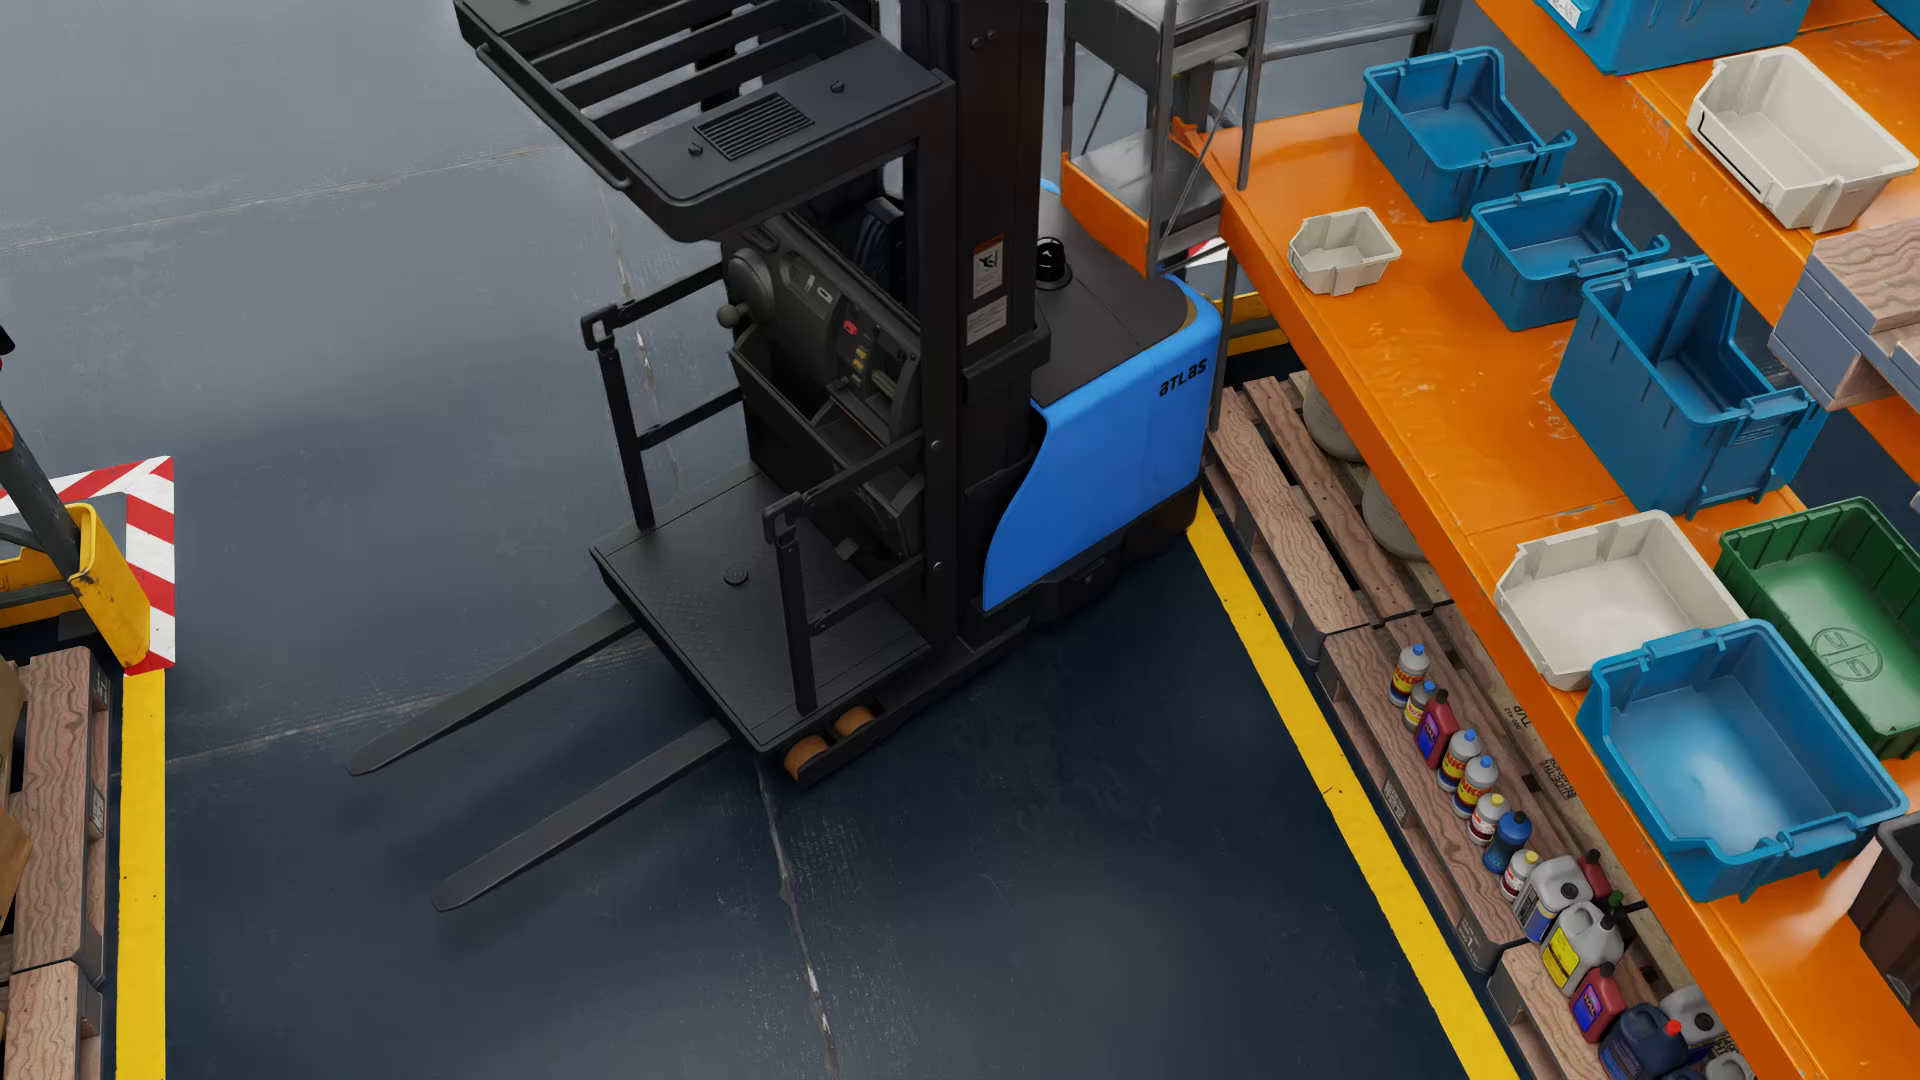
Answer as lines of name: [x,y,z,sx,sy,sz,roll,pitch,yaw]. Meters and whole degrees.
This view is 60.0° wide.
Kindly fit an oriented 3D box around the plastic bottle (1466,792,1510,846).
plastic bottle: [1.629,0.849,5.115,0.097,0.201,0.097,0,50,0]

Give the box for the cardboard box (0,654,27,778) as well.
cardboard box: [-3.332,0.548,5.186,0.500,0.500,0.500,-5,50,-4]

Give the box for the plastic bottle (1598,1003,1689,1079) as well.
plastic bottle: [1.891,1.386,4.564,0.144,0.351,0.185,-16,52,-13]

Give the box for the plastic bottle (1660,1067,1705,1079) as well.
plastic bottle: [1.948,1.526,4.446,0.144,0.351,0.185,-15,51,-12]

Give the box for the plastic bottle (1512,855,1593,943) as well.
plastic bottle: [1.751,1.055,4.893,0.152,0.276,0.135,-12,51,-10]

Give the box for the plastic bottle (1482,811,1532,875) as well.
plastic bottle: [1.660,0.902,5.025,0.097,0.271,0.097,0,50,0]

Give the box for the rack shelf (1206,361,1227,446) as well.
rack shelf: [0.673,-0.599,6.282,0.431,0.518,0.480,-26,51,-21]

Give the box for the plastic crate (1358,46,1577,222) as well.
plastic crate: [1.664,-1.356,5.529,0.499,0.251,0.616,-13,51,-11]

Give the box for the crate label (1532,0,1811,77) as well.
crate label: [1.468,-1.179,3.417,0.502,0.251,0.408,-13,51,-11]

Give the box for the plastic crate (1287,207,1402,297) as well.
plastic crate: [1.188,-0.891,5.211,0.298,0.136,0.250,-13,51,-11]

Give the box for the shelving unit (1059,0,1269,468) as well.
shelving unit: [0.655,-1.090,5.765,0.431,2.100,0.503,-26,51,-21]

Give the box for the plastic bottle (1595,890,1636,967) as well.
plastic bottle: [1.886,1.130,4.824,0.061,0.283,0.133,-13,51,-11]

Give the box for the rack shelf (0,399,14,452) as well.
rack shelf: [-2.910,1.110,3.822,1.077,0.370,4.000,-13,51,-11]

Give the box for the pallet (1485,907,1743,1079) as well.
pallet: [2.255,1.618,4.748,1.003,0.211,1.213,-13,51,-11]

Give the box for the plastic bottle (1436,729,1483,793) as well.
plastic bottle: [1.570,0.681,5.211,0.097,0.271,0.097,0,50,0]

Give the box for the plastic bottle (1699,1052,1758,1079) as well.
plastic bottle: [2.085,1.494,4.474,0.144,0.351,0.185,-13,51,-11]

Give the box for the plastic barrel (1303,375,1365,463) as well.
plastic barrel: [1.498,-0.572,6.123,0.421,0.512,0.421,0,50,0]

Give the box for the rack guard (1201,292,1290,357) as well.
rack guard: [1.298,-0.851,6.641,1.175,0.500,0.348,-13,51,-11]

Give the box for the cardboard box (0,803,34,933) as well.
cardboard box: [-3.123,0.977,4.825,0.500,0.500,0.500,-2,50,-1]

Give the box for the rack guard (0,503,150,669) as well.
rack guard: [-3.479,0.279,5.688,1.175,0.500,0.348,-13,51,-11]

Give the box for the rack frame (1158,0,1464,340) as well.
rack frame: [1.230,-1.702,5.723,1.000,3.000,0.127,-13,51,-11]

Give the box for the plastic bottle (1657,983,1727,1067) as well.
plastic bottle: [2.025,1.358,4.637,0.152,0.276,0.135,-13,51,-11]

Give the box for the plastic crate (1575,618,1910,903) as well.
plastic crate: [1.827,0.520,3.947,0.499,0.251,0.616,-13,51,-11]

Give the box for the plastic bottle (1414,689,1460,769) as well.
plastic bottle: [1.518,0.596,5.275,0.061,0.283,0.133,-13,51,-10]

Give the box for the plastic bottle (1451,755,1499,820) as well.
plastic bottle: [1.600,0.754,5.149,0.097,0.271,0.097,0,50,0]

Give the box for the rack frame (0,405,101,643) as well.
rack frame: [-3.501,-0.582,4.779,1.000,3.000,0.127,-13,51,-11]

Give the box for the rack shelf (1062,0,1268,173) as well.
rack shelf: [0.638,-1.563,5.267,0.431,0.518,0.480,-26,51,-21]

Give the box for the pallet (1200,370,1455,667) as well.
pallet: [1.533,-0.164,6.250,1.003,0.211,1.213,-13,51,-11]

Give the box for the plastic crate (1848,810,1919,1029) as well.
plastic crate: [2.380,0.828,3.630,0.767,0.338,0.504,-13,51,-11]

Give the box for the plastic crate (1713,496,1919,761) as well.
plastic crate: [2.282,0.232,4.231,0.450,0.188,0.662,-13,51,-11]

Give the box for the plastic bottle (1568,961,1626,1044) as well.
plastic bottle: [1.803,1.298,4.683,0.061,0.283,0.133,-10,51,-9]

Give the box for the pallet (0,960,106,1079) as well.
pallet: [-2.915,1.863,4.541,1.003,0.211,1.213,-13,51,-11]

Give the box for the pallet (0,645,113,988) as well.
pallet: [-3.272,0.974,5.291,1.003,0.211,1.213,-13,51,-11]

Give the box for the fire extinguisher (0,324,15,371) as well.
fire extinguisher: [-3.095,-0.745,4.967,0.296,0.674,0.183,-13,51,-11]

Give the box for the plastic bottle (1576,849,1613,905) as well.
plastic bottle: [1.853,1.028,4.910,0.061,0.283,0.133,-13,51,-11]

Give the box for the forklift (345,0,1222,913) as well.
forklift: [-0.586,-0.593,4.833,3.031,2.935,1.130,-31,56,-23]

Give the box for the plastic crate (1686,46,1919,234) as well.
plastic crate: [1.552,-0.743,3.125,0.243,0.136,0.396,-13,51,-11]

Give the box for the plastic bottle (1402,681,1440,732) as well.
plastic bottle: [1.500,0.528,5.385,0.097,0.201,0.097,0,50,0]

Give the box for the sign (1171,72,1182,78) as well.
sign: [0.704,-1.670,5.515,0.100,0.325,0.005,-13,51,-11]

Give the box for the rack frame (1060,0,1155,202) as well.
rack frame: [0.521,-1.236,5.908,0.400,2.100,0.015,-26,51,-21]

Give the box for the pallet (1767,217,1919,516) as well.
pallet: [2.107,-0.191,2.611,1.213,0.211,1.003,-13,51,-11]

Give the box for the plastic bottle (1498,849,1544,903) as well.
plastic bottle: [1.690,0.999,4.989,0.097,0.201,0.097,0,50,0]

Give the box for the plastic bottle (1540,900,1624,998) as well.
plastic bottle: [1.795,1.150,4.763,0.144,0.351,0.185,-14,51,-11]

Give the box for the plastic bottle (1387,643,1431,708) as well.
plastic bottle: [1.469,0.430,5.422,0.097,0.271,0.097,0,50,0]

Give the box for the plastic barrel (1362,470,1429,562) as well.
plastic barrel: [1.646,-0.206,5.814,0.421,0.512,0.421,0,50,0]

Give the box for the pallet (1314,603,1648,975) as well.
pallet: [1.890,0.726,5.500,1.003,0.211,1.213,-13,51,-11]

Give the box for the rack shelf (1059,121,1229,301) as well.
rack shelf: [0.656,-1.081,5.775,0.431,0.518,0.480,-26,51,-21]

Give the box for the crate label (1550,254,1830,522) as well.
crate label: [2.033,-0.430,4.628,0.502,0.435,0.616,-13,51,-11]

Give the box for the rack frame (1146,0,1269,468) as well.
rack frame: [0.789,-0.945,5.622,0.400,2.100,0.015,-26,51,-21]

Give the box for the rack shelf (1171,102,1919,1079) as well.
rack shelf: [1.822,-0.009,4.767,1.077,0.370,4.000,-13,51,-11]

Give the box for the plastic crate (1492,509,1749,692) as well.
plastic crate: [1.691,0.176,4.312,0.530,0.136,0.437,-13,51,-11]

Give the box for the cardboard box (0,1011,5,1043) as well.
cardboard box: [-2.956,1.438,4.436,0.500,0.500,0.500,-9,50,-8]

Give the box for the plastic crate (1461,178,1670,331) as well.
plastic crate: [1.851,-0.881,5.128,0.499,0.251,0.408,-13,51,-11]
